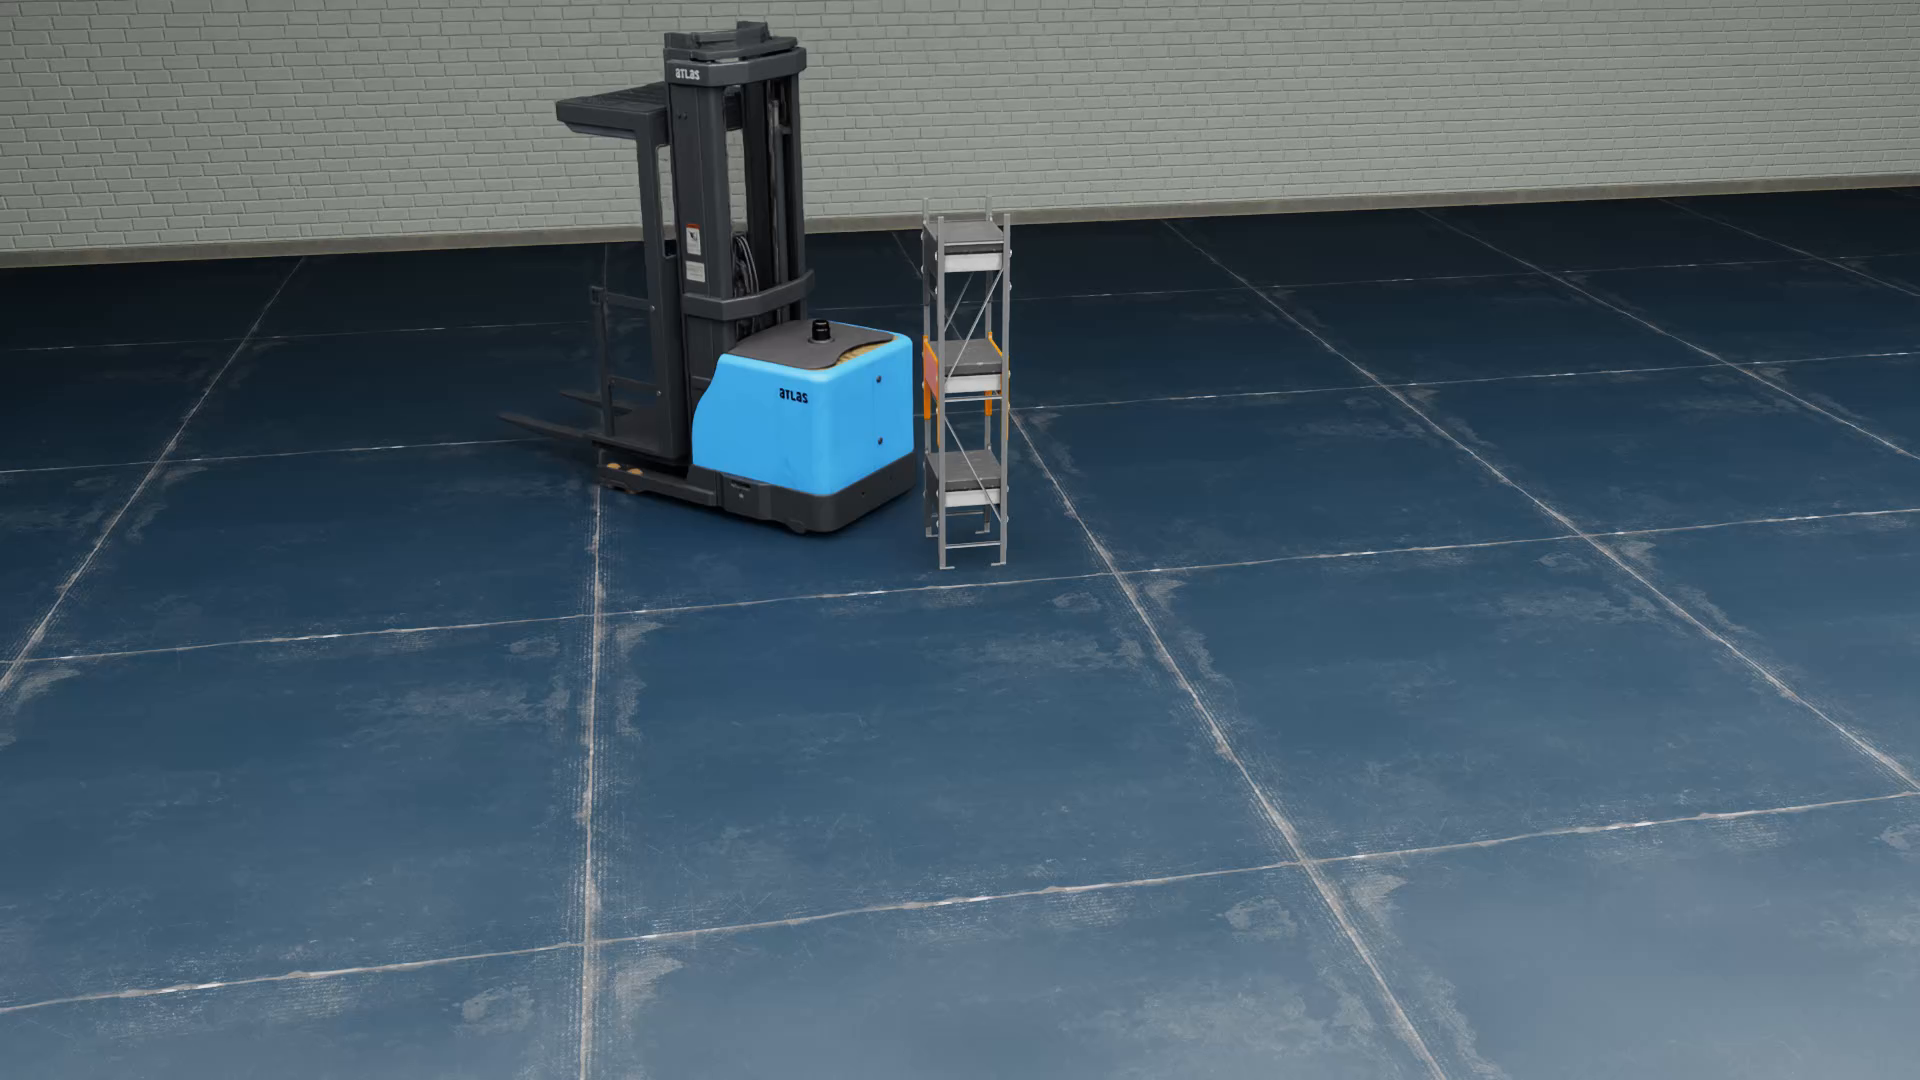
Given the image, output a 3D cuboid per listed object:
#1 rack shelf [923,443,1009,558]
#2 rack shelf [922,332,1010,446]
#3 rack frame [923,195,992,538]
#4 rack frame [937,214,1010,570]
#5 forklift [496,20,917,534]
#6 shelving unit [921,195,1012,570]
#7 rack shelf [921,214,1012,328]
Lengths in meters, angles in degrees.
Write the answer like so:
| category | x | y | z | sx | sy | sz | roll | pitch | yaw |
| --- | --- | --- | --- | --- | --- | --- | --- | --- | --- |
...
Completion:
| category | x | y | z | sx | sy | sz | roll | pitch | yaw |
| --- | --- | --- | --- | --- | --- | --- | --- | --- | --- |
| rack shelf | 0.031 | -0.243 | 9.966 | 0.431 | 0.518 | 0.480 | -4 | 24 | -10 |
| rack shelf | 0.031 | -0.885 | 9.686 | 0.431 | 0.518 | 0.480 | -4 | 24 | -10 |
| rack frame | -0.015 | -0.993 | 9.900 | 0.400 | 2.100 | 0.015 | -4 | 24 | -10 |
| rack frame | 0.076 | -0.801 | 9.461 | 0.400 | 2.100 | 0.015 | -4 | 24 | -10 |
| forklift | -1.807 | -1.807 | 10.726 | 3.031 | 2.935 | 1.130 | 14 | 27 | 29 |
| shelving unit | 0.031 | -0.897 | 9.681 | 0.431 | 2.100 | 0.503 | -4 | 24 | -10 |
| rack shelf | 0.031 | -1.526 | 9.406 | 0.431 | 0.518 | 0.480 | -4 | 24 | -10 |
